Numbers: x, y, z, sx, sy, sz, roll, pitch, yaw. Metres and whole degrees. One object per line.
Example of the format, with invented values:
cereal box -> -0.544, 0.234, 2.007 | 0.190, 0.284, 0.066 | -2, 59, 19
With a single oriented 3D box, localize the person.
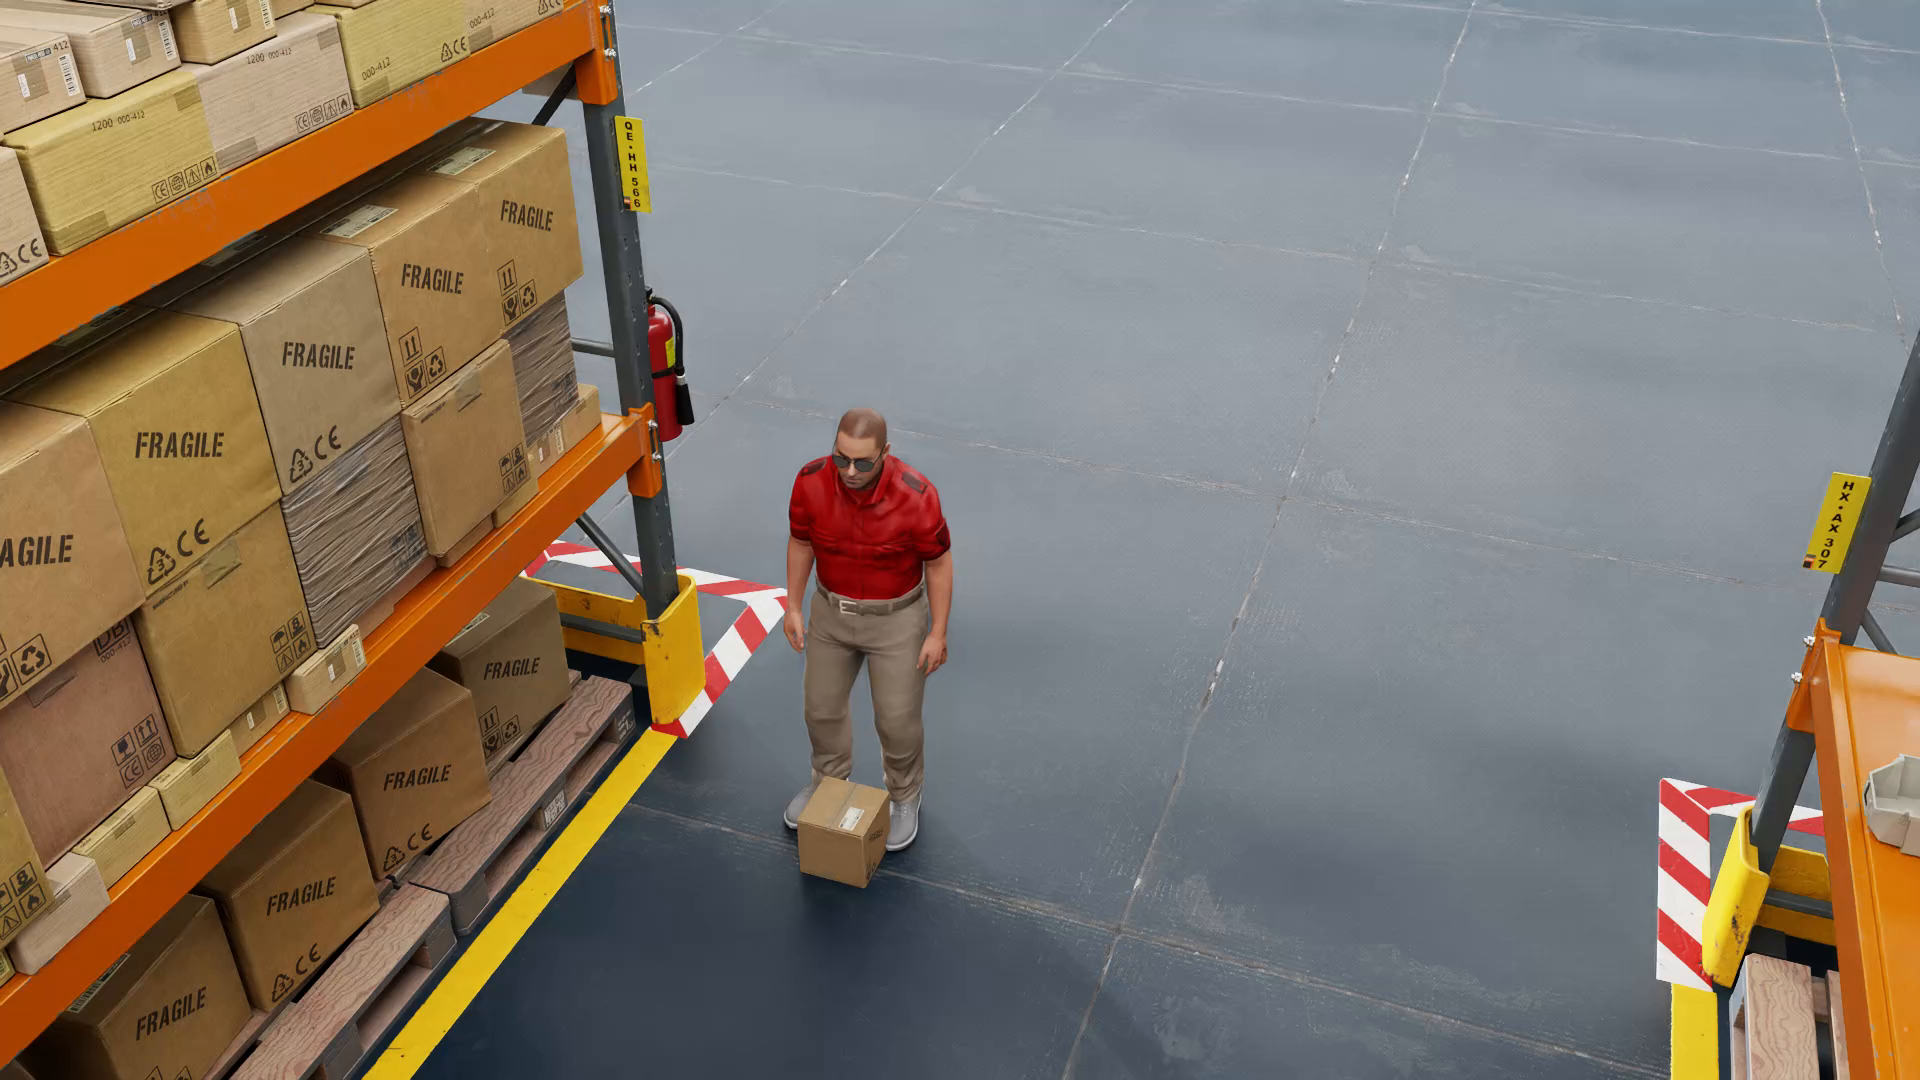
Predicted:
person -> -0.326, 0.286, 5.714 | 0.602, 1.726, 0.393 | 9, 34, 14
